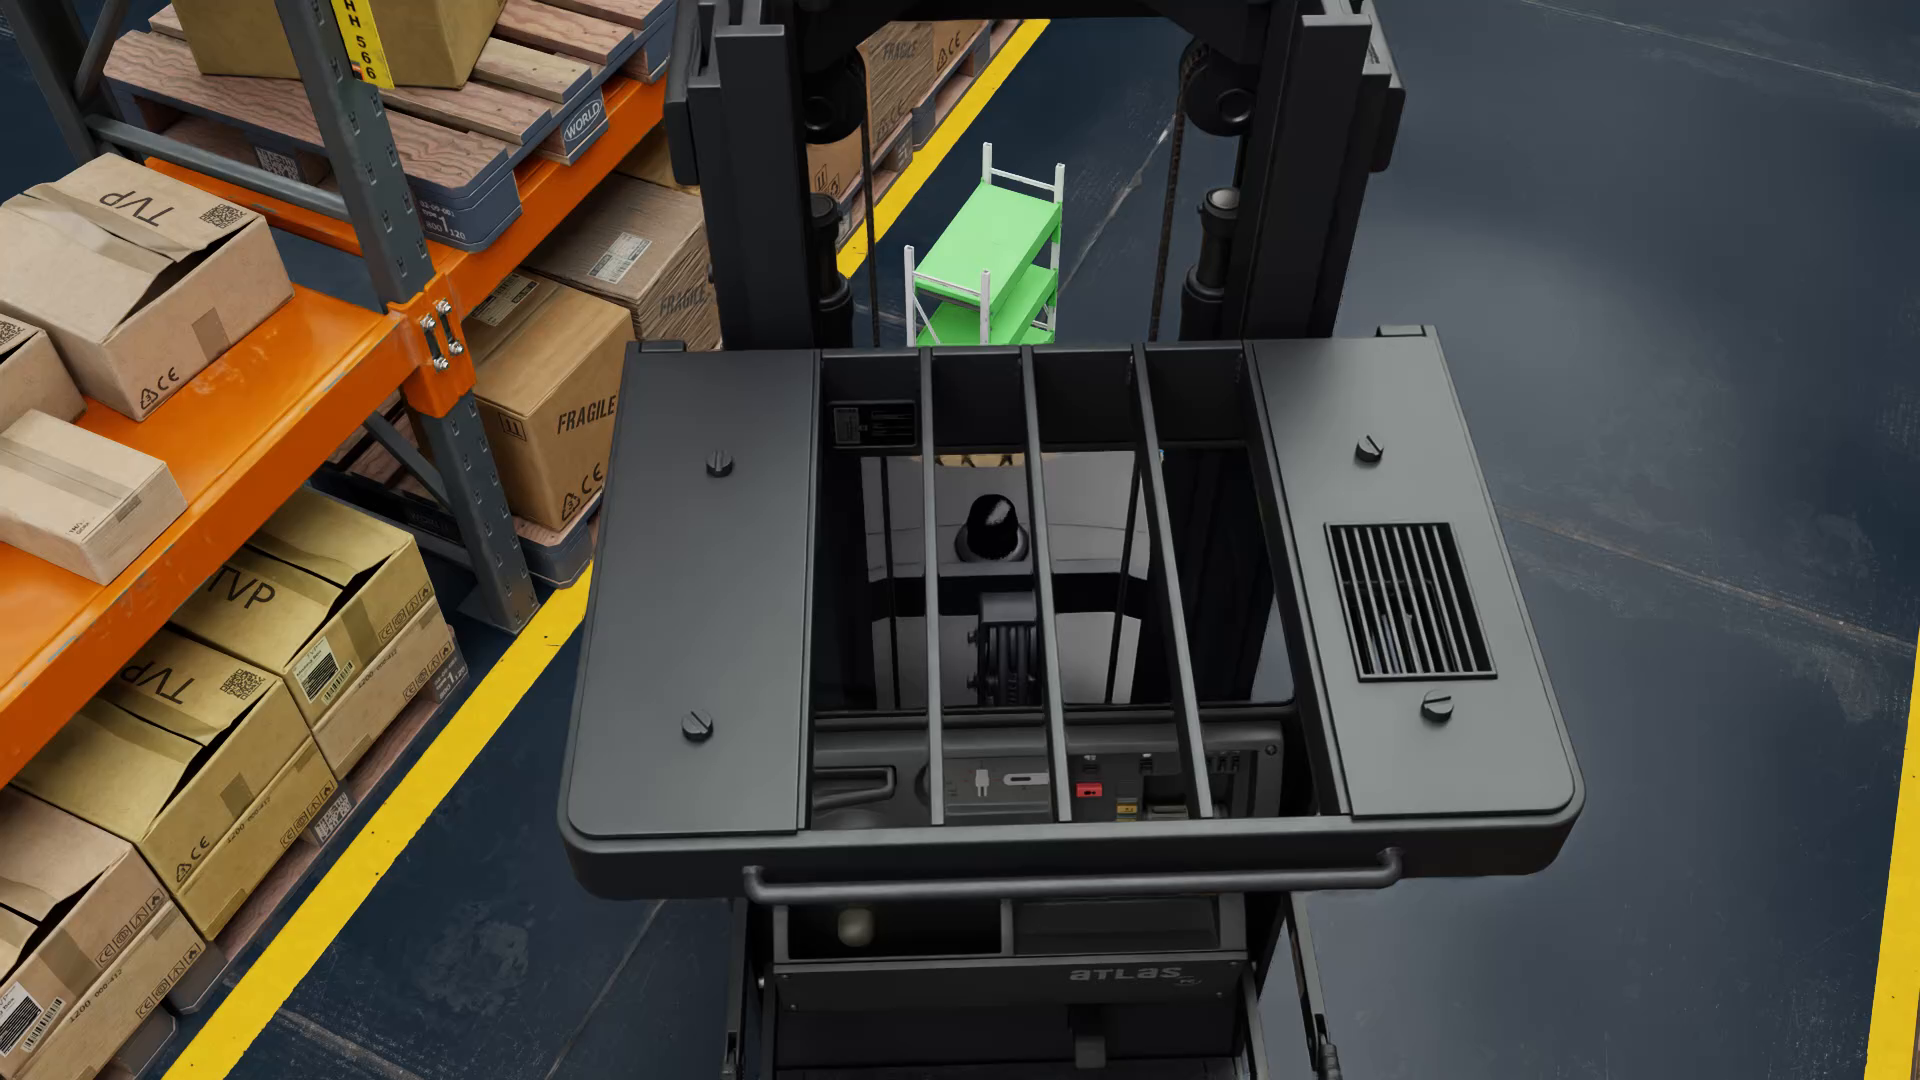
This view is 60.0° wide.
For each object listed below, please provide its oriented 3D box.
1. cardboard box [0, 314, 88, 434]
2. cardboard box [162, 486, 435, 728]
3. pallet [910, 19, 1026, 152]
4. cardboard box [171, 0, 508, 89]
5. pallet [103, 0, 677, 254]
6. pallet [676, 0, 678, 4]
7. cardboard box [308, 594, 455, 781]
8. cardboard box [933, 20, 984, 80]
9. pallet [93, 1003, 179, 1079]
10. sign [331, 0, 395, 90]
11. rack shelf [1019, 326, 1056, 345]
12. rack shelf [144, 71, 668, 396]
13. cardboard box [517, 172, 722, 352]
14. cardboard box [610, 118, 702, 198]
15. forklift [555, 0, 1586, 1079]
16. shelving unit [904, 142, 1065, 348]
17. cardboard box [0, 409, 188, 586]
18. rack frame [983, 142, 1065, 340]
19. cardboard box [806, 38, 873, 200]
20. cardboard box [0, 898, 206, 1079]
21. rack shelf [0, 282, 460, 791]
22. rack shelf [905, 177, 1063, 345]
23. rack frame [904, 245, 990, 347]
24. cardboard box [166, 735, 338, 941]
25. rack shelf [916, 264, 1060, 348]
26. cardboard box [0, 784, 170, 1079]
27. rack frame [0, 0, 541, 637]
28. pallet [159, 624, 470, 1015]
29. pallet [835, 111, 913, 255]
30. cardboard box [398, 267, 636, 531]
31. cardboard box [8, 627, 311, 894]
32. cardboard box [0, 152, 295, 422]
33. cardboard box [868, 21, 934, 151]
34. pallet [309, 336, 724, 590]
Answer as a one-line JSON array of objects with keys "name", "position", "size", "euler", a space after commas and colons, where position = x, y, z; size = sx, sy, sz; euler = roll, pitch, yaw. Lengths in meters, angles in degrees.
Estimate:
[{"name": "cardboard box", "position": [-2.314, -0.303, 3.597], "size": [0.500, 0.311, 0.500], "euler": [19, 52, 16]}, {"name": "cardboard box", "position": [-1.757, 0.129, 4.332], "size": [0.500, 0.311, 0.500], "euler": [21, 53, 17]}, {"name": "pallet", "position": [-0.361, -2.163, 6.952], "size": [1.003, 0.211, 1.213], "euler": [20, 52, 16]}, {"name": "cardboard box", "position": [-1.589, -1.524, 4.236], "size": [0.700, 0.500, 0.500], "euler": [4, 50, 4]}, {"name": "pallet", "position": [-1.530, -1.313, 4.523], "size": [1.213, 0.211, 1.003], "euler": [20, 52, 16]}, {"name": "pallet", "position": [-0.930, -2.164, 5.248], "size": [1.003, 0.211, 1.213], "euler": [20, 52, 16]}, {"name": "cardboard box", "position": [-1.761, 0.311, 4.545], "size": [0.500, 0.250, 0.500], "euler": [21, 53, 17]}, {"name": "cardboard box", "position": [-0.218, -2.201, 6.506], "size": [0.500, 0.500, 0.500], "euler": [20, 52, 16]}, {"name": "pallet", "position": [-2.666, 1.410, 3.912], "size": [1.003, 0.211, 1.213], "euler": [20, 52, 16]}, {"name": "sign", "position": [-1.253, -1.082, 3.441], "size": [0.100, 0.325, 0.005], "euler": [20, 52, 16]}, {"name": "rack shelf", "position": [0.071, -0.461, 4.939], "size": [0.258, 0.148, 0.480], "euler": [20, 52, 16]}, {"name": "rack shelf", "position": [-0.902, -2.029, 5.480], "size": [1.077, 0.370, 4.000], "euler": [20, 52, 16]}, {"name": "cardboard box", "position": [-1.085, -0.800, 5.314], "size": [0.500, 0.500, 0.500], "euler": [18, 52, 15]}, {"name": "cardboard box", "position": [-0.866, -1.144, 5.606], "size": [0.500, 0.500, 0.500], "euler": [19, 52, 16]}, {"name": "forklift", "position": [0.107, 0.622, 2.797], "size": [1.130, 2.935, 3.031], "euler": [-1, 50, -1]}, {"name": "shelving unit", "position": [0.071, -0.503, 4.890], "size": [0.258, 1.200, 0.503], "euler": [20, 52, 16]}, {"name": "cardboard box", "position": [-1.891, -0.095, 3.526], "size": [0.380, 0.149, 0.250], "euler": [20, 52, 16]}, {"name": "rack frame", "position": [0.175, -0.671, 5.033], "size": [0.240, 1.200, 0.015], "euler": [20, 52, 16]}, {"name": "cardboard box", "position": [-0.648, -1.505, 5.914], "size": [0.500, 0.500, 0.500], "euler": [18, 52, 15]}, {"name": "cardboard box", "position": [-2.195, 1.013, 3.948], "size": [0.500, 0.250, 0.500], "euler": [21, 53, 17]}, {"name": "rack shelf", "position": [-2.611, 0.725, 3.136], "size": [1.077, 0.370, 4.000], "euler": [20, 52, 16]}, {"name": "rack shelf", "position": [0.071, -0.772, 4.573], "size": [0.258, 0.148, 0.480], "euler": [20, 52, 16]}, {"name": "rack frame", "position": [-0.034, -0.335, 4.747], "size": [0.240, 1.200, 0.015], "euler": [20, 52, 16]}, {"name": "cardboard box", "position": [-1.978, 0.668, 4.242], "size": [0.500, 0.250, 0.500], "euler": [19, 52, 16]}, {"name": "rack shelf", "position": [0.071, -0.617, 4.756], "size": [0.258, 0.148, 0.480], "euler": [20, 52, 16]}, {"name": "cardboard box", "position": [-2.192, 0.836, 3.731], "size": [0.500, 0.311, 0.500], "euler": [19, 52, 16]}, {"name": "rack frame", "position": [-1.756, -0.885, 4.034], "size": [1.000, 3.000, 0.127], "euler": [20, 52, 16]}, {"name": "pallet", "position": [-2.143, 0.573, 4.624], "size": [1.003, 0.211, 1.213], "euler": [20, 52, 16]}, {"name": "pallet", "position": [-0.881, -1.320, 6.235], "size": [1.003, 0.211, 1.213], "euler": [20, 52, 16]}, {"name": "cardboard box", "position": [-1.303, -0.438, 5.006], "size": [0.500, 0.500, 0.500], "euler": [22, 53, 18]}, {"name": "cardboard box", "position": [-1.974, 0.489, 4.026], "size": [0.500, 0.311, 0.500], "euler": [19, 52, 16]}, {"name": "cardboard box", "position": [-1.951, -0.620, 3.867], "size": [0.500, 0.311, 0.500], "euler": [23, 53, 18]}, {"name": "cardboard box", "position": [-0.433, -1.856, 6.212], "size": [0.500, 0.500, 0.500], "euler": [20, 53, 17]}, {"name": "pallet", "position": [-1.403, -0.483, 5.523], "size": [1.003, 0.211, 1.213], "euler": [20, 52, 16]}]
